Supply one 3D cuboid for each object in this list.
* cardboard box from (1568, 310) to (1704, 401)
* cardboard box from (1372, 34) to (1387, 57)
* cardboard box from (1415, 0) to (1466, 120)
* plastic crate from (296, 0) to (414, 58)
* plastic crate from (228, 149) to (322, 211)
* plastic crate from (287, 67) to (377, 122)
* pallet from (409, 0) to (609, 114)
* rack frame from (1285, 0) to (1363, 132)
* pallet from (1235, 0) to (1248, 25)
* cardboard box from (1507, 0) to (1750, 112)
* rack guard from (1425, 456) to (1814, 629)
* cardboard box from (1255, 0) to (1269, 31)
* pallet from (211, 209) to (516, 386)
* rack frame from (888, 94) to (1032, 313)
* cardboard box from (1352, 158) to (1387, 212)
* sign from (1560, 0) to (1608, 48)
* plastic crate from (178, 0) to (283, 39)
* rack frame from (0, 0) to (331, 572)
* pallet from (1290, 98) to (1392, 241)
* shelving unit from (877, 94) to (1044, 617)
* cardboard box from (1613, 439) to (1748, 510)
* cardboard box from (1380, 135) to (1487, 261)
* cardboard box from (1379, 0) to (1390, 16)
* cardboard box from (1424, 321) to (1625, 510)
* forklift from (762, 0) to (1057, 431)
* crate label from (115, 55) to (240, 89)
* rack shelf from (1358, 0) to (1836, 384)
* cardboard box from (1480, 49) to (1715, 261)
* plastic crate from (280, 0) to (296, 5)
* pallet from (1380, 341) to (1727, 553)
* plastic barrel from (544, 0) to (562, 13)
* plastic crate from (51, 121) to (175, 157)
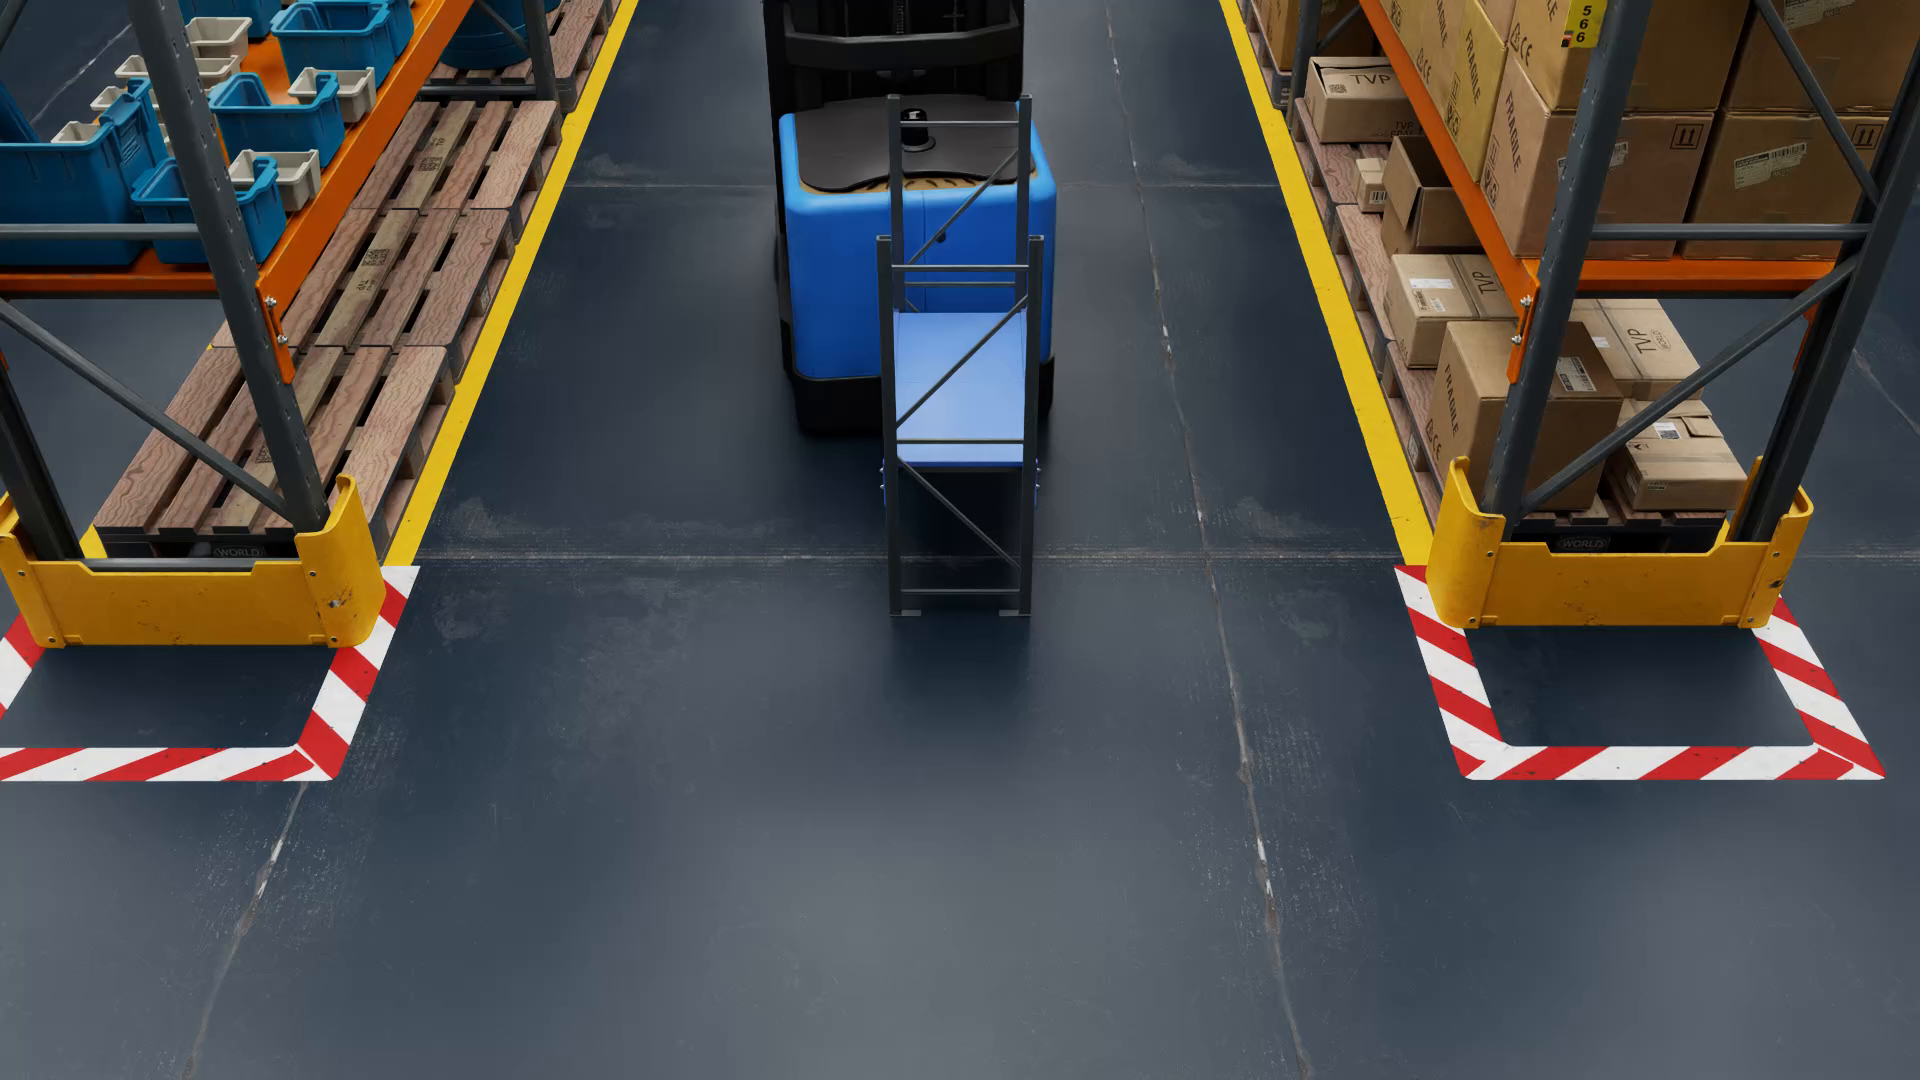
[{"bbox_3d":[2.568,-0.670,6.535,0.500,0.250,0.500,0,39,0],"label":"cardboard box"},{"bbox_3d":[2.524,-2.919,9.141,0.500,0.500,0.500,-2,39,-2],"label":"cardboard box"},{"bbox_3d":[2.013,-1.874,6.110,0.500,0.500,0.500,0,39,0],"label":"cardboard box"},{"bbox_3d":[-2.341,-2.041,6.485,0.416,0.233,0.300,0,39,0],"label":"plastic crate"},{"bbox_3d":[-2.257,-1.193,5.503,0.250,0.136,0.298,0,39,0],"label":"plastic crate"},{"bbox_3d":[-2.257,-1.618,6.033,0.250,0.136,0.298,0,39,0],"label":"plastic crate"},{"bbox_3d":[-2.632,-2.813,9.592,1.003,0.211,1.213,0,39,0],"label":"pallet"},{"bbox_3d":[2.281,-3.420,8.119,1.000,3.000,0.127,0,39,0],"label":"rack frame"},{"bbox_3d":[2.238,-3.605,10.580,1.003,0.211,1.213,0,39,0],"label":"pallet"},{"bbox_3d":[2.010,-1.626,5.001,0.500,0.500,0.500,0,39,0],"label":"cardboard box"},{"bbox_3d":[2.285,0.009,5.839,1.175,0.500,0.348,0,39,0],"label":"rack guard"},{"bbox_3d":[2.001,-3.234,9.534,0.500,0.500,0.500,0,39,0],"label":"cardboard box"},{"bbox_3d":[-2.629,-1.106,7.462,1.003,0.211,1.213,0,39,0],"label":"pallet"},{"bbox_3d":[-0.001,-0.956,6.244,0.500,1.500,0.032,0,39,0],"label":"rack frame"},{"bbox_3d":[2.076,-1.683,7.865,0.380,0.166,0.250,0,39,0],"label":"cardboard box"},{"bbox_3d":[1.730,-1.506,4.552,0.100,0.325,0.005,0,39,0],"label":"sign"},{"bbox_3d":[-2.927,-2.160,6.632,0.416,0.233,0.300,0,39,0],"label":"plastic crate"},{"bbox_3d":[-2.668,-0.918,4.996,1.000,3.000,0.127,0,39,0],"label":"rack frame"},{"bbox_3d":[2.281,-1.902,8.455,1.003,0.211,1.213,0,39,0],"label":"pallet"},{"bbox_3d":[0.000,-0.639,5.848,0.538,1.500,1.048,0,39,0],"label":"shelving unit"},{"bbox_3d":[2.629,-0.240,6.079,0.380,0.149,0.250,0,39,0],"label":"cardboard box"},{"bbox_3d":[2.288,-1.443,7.296,0.797,0.503,0.637,0,39,0],"label":"cardboard box"},{"bbox_3d":[2.011,-2.507,6.900,0.500,0.500,0.500,0,39,0],"label":"cardboard box"},{"bbox_3d":[2.038,-0.455,6.066,0.500,0.500,0.500,0,39,0],"label":"cardboard box"},{"bbox_3d":[-0.305,-2.498,7.024,1.130,2.935,3.031,-4,39,-5],"label":"forklift"},{"bbox_3d":[-2.861,-1.703,6.140,0.396,0.136,0.243,0,39,0],"label":"crate label"},{"bbox_3d":[2.283,-1.889,6.784,1.077,0.370,4.000,0,39,0],"label":"rack shelf"},{"bbox_3d":[2.013,-1.238,5.316,0.500,0.500,0.500,1,39,1],"label":"cardboard box"},{"bbox_3d":[-2.855,-2.441,6.944,0.437,0.282,0.530,0,39,0],"label":"plastic crate"},{"bbox_3d":[2.283,-0.377,6.551,1.003,0.211,1.213,0,39,0],"label":"pallet"},{"bbox_3d":[-2.657,-3.547,9.620,0.600,0.901,0.708,0,39,0],"label":"plastic barrel"},{"bbox_3d":[-2.850,-1.348,5.696,0.396,0.136,0.243,0,39,0],"label":"plastic crate"}]
